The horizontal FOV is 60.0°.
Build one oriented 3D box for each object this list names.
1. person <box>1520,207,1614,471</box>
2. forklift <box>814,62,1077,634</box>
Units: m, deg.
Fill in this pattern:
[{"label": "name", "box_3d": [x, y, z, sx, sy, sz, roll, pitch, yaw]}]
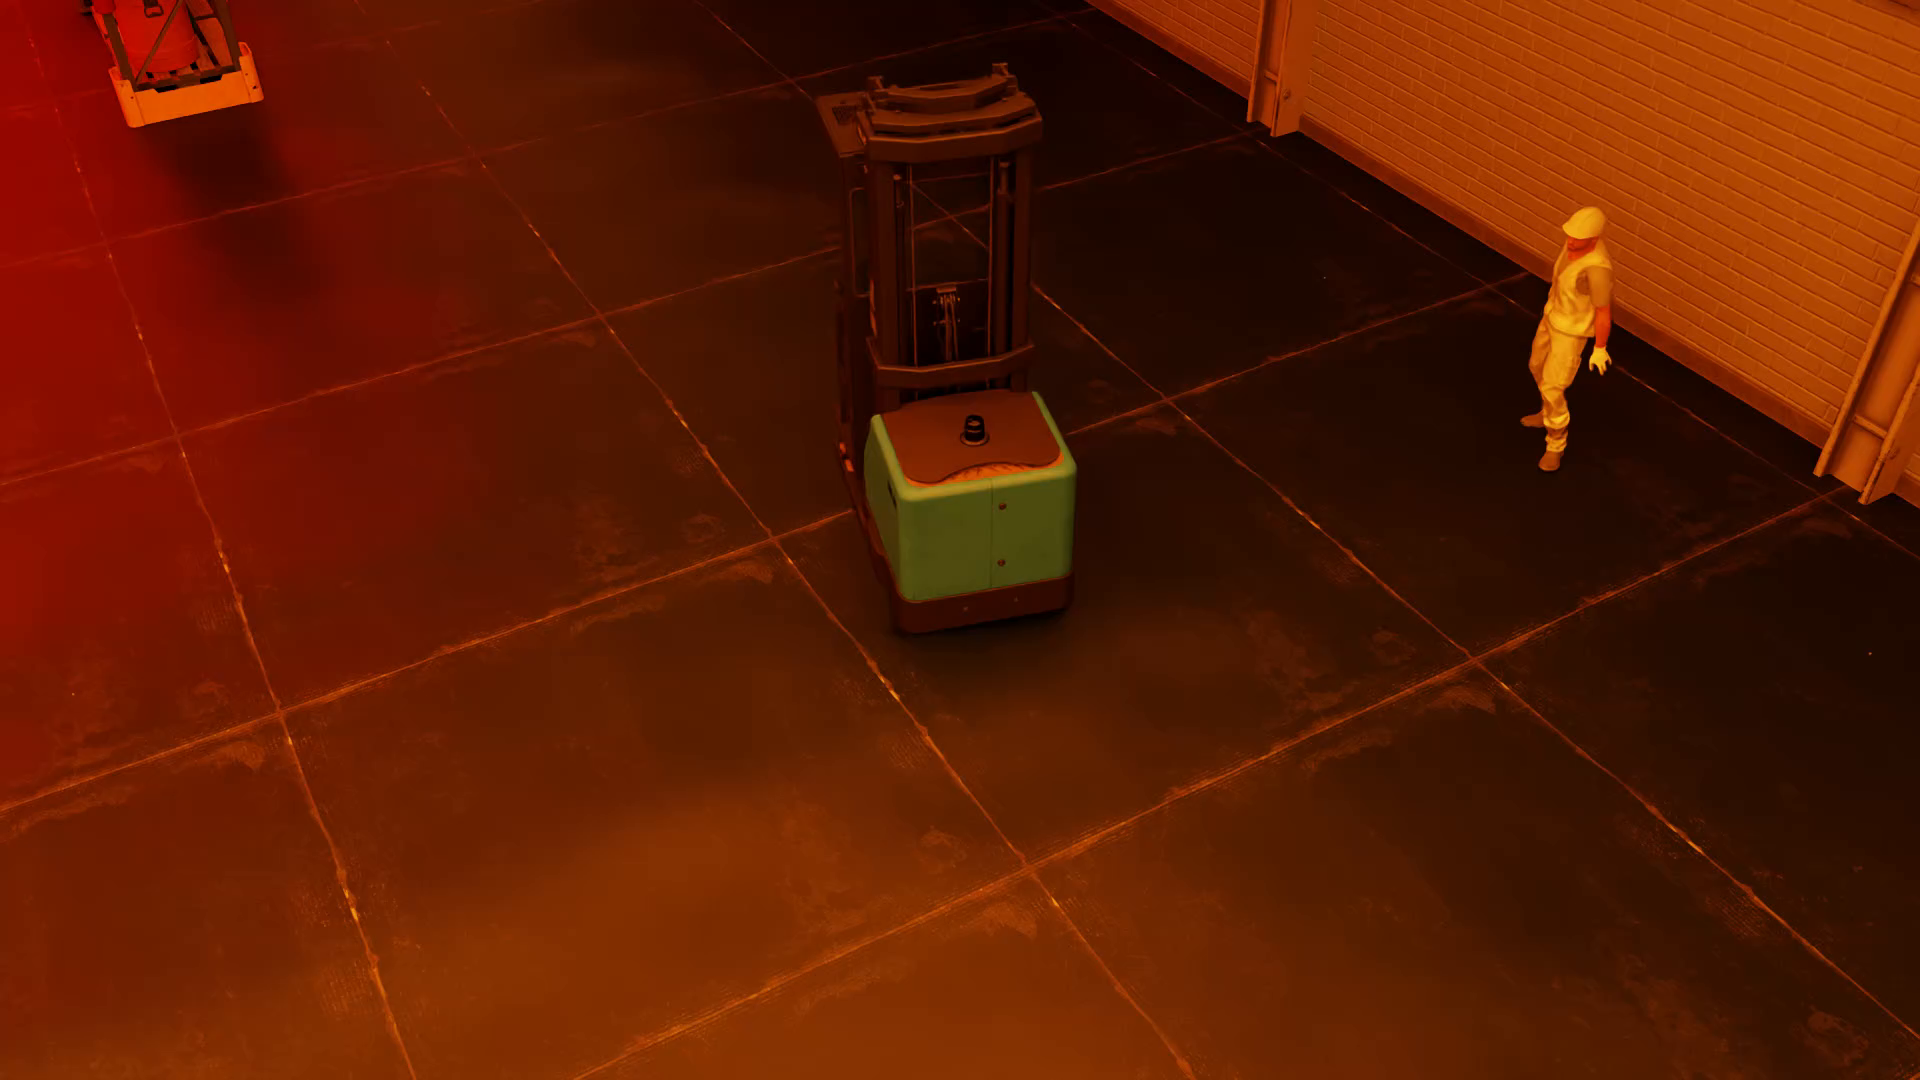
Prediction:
[{"label": "person", "box_3d": [3.880, -1.372, 10.641, 0.459, 1.747, 0.883, -2, 40, -2]}, {"label": "forklift", "box_3d": [-0.199, -1.539, 9.891, 1.130, 2.935, 3.031, -9, 41, -11]}]
